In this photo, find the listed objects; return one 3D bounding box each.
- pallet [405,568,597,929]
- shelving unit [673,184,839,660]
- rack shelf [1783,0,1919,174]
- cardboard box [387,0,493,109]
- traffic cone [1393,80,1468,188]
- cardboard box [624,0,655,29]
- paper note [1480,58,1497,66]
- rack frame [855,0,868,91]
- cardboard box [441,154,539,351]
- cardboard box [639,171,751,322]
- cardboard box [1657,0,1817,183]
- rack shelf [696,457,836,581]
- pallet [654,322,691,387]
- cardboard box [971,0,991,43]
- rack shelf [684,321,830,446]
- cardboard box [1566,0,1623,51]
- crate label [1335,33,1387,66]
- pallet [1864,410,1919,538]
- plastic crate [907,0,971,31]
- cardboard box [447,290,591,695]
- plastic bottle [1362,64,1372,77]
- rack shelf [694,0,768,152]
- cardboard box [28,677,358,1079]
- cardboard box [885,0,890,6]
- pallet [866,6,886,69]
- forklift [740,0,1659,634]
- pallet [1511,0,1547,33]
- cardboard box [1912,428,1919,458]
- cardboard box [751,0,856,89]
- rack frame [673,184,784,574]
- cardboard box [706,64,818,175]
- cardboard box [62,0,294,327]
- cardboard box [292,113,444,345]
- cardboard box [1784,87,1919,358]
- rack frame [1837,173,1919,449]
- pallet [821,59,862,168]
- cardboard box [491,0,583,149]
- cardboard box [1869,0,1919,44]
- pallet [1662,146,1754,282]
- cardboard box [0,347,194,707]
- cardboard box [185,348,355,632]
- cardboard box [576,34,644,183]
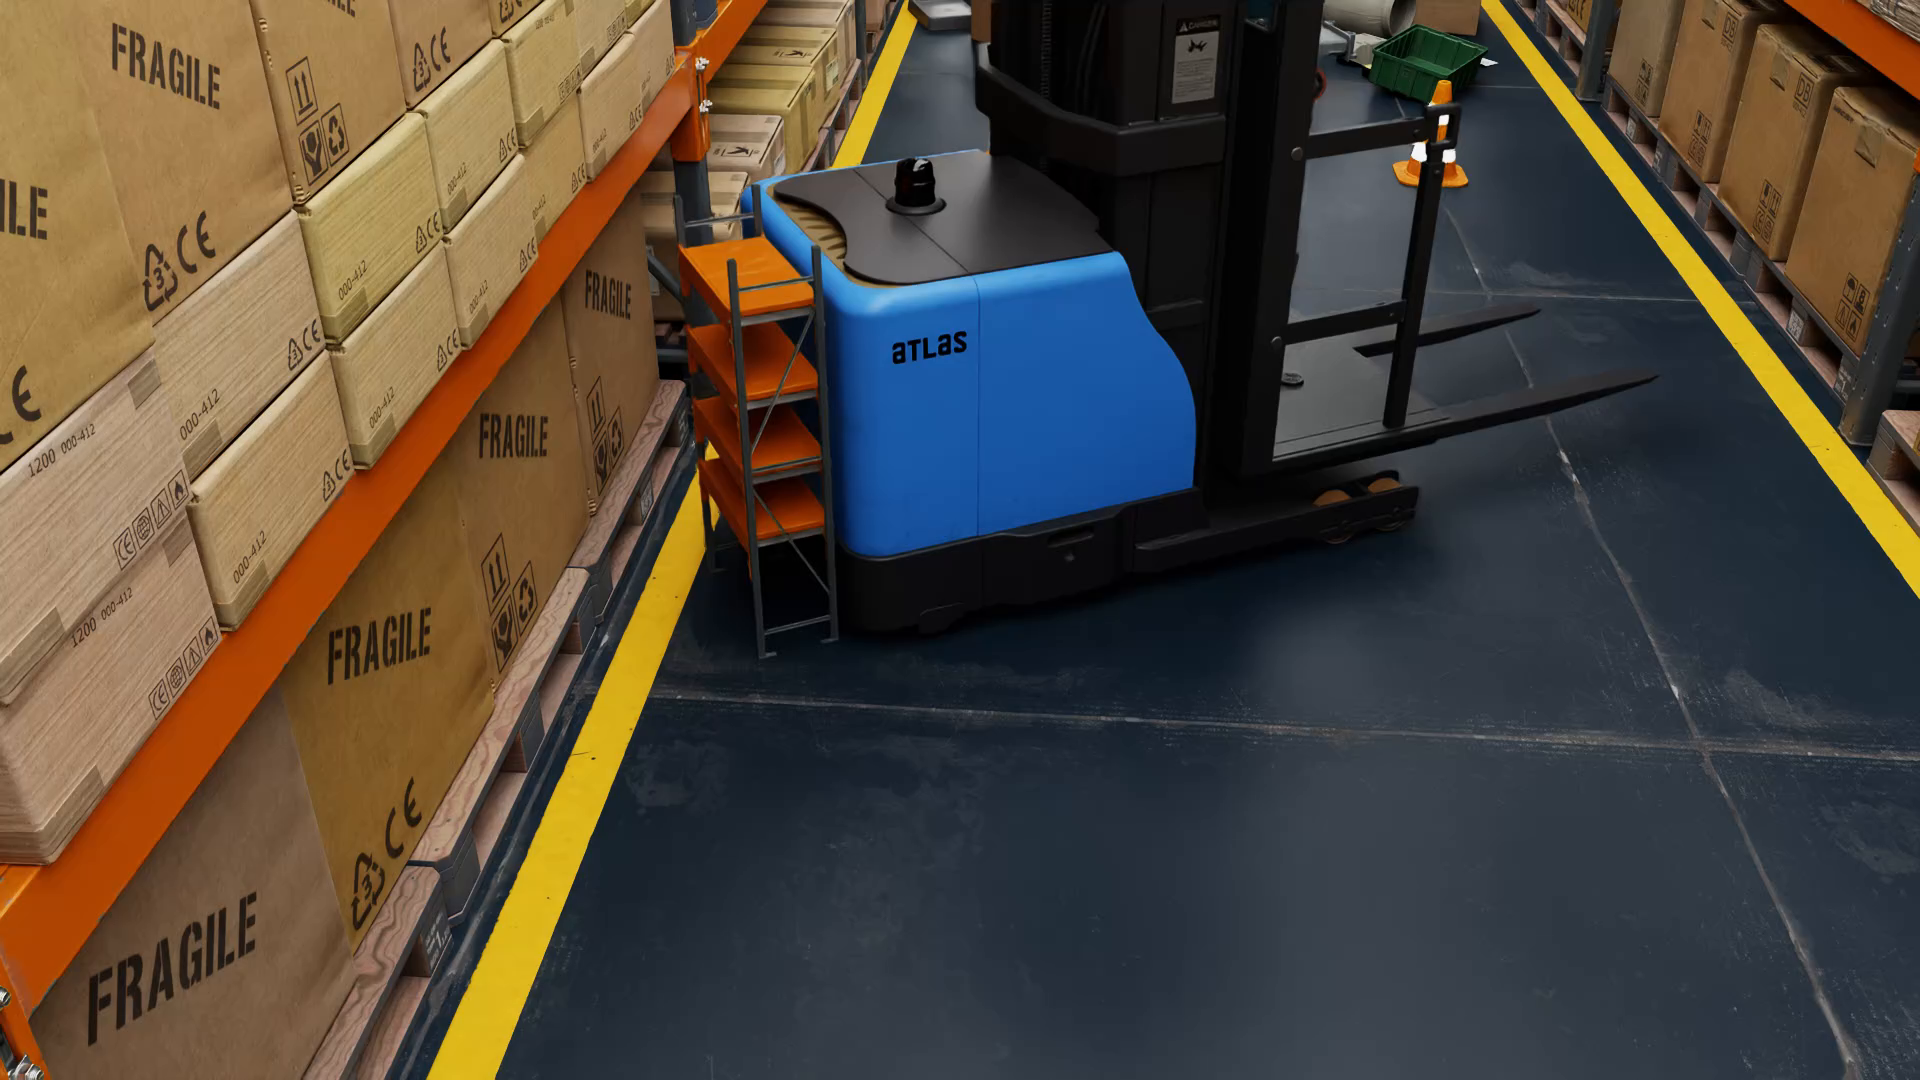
[{"bbox_3d":[-1.593,0.466,4.293,1.003,0.211,1.213,2,32,4],"label":"pallet"},{"bbox_3d":[-0.559,-0.317,4.621,0.258,1.200,0.503,-13,34,-20],"label":"shelving unit"},{"bbox_3d":[3.753,-2.347,6.886,1.077,0.370,4.000,2,32,4],"label":"rack shelf"},{"bbox_3d":[-1.262,-1.161,3.226,0.500,0.500,0.500,2,32,3],"label":"cardboard box"},{"bbox_3d":[2.302,-1.983,8.026,0.336,0.463,0.334,2,32,4],"label":"traffic cone"},{"bbox_3d":[-1.138,-1.651,4.737,0.500,0.250,0.500,2,32,4],"label":"cardboard box"},{"bbox_3d":[3.068,-2.826,9.806,0.147,0.020,0.142,-20,37,-29],"label":"paper note"},{"bbox_3d":[-1.026,-3.858,8.651,1.000,3.000,0.127,2,32,4],"label":"rack frame"},{"bbox_3d":[-1.230,-0.629,3.554,0.500,0.250,0.500,2,32,3],"label":"cardboard box"},{"bbox_3d":[-1.296,-1.122,6.315,0.950,0.372,0.625,0,32,1],"label":"cardboard box"},{"bbox_3d":[3.873,-2.088,7.523,1.050,0.750,0.750,2,32,4],"label":"cardboard box"},{"bbox_3d":[-0.559,-0.091,4.760,0.258,0.148,0.480,-13,34,-20],"label":"rack shelf"},{"bbox_3d":[-1.287,-0.988,6.652,1.003,0.211,1.213,2,32,4],"label":"pallet"},{"bbox_3d":[0.417,-3.297,10.121,0.500,0.500,0.500,27,41,37],"label":"cardboard box"},{"bbox_3d":[-0.559,-0.450,4.539,0.258,0.148,0.480,-13,34,-20],"label":"rack shelf"},{"bbox_3d":[4.037,-3.300,9.370,0.875,0.875,0.875,3,32,5],"label":"cardboard box"},{"bbox_3d":[2.373,-2.899,9.823,0.298,0.136,0.250,-20,37,-29],"label":"crate label"},{"bbox_3d":[3.525,-0.012,5.068,1.003,0.211,1.213,2,32,4],"label":"pallet"},{"bbox_3d":[-0.081,-3.401,10.692,0.402,0.080,0.583,-8,33,-13],"label":"plastic crate"},{"bbox_3d":[-1.568,-0.217,4.368,0.875,0.875,0.875,3,32,5],"label":"cardboard box"},{"bbox_3d":[2.434,-2.657,9.504,0.133,0.061,0.283,-14,34,-21],"label":"plastic bottle"},{"bbox_3d":[-1.189,-2.506,7.143,1.077,0.370,4.000,2,32,4],"label":"rack shelf"},{"bbox_3d":[-1.707,0.723,2.842,0.875,0.875,0.875,3,32,6],"label":"cardboard box"},{"bbox_3d":[-0.677,-3.443,10.198,0.500,0.250,0.500,4,32,7],"label":"cardboard box"},{"bbox_3d":[-1.007,-3.024,9.955,1.003,0.211,1.213,2,32,4],"label":"pallet"},{"bbox_3d":[0.900,-1.477,4.853,3.031,2.935,1.130,-13,34,-20],"label":"forklift"},{"bbox_3d":[4.152,-3.546,10.803,1.003,0.211,1.213,2,32,4],"label":"pallet"},{"bbox_3d":[3.278,-0.363,4.963,0.500,0.500,0.500,1,32,2],"label":"cardboard box"},{"bbox_3d":[-1.066,-2.644,8.785,0.950,0.372,0.625,3,32,5],"label":"cardboard box"},{"bbox_3d":[-0.658,-0.434,4.811,0.240,1.200,0.015,-13,34,-20],"label":"rack frame"},{"bbox_3d":[-1.176,-1.904,7.585,0.950,0.372,0.625,3,32,6],"label":"cardboard box"},{"bbox_3d":[-1.341,-0.628,2.362,0.500,0.500,0.500,2,32,4],"label":"cardboard box"},{"bbox_3d":[-1.278,-0.578,2.996,0.500,0.250,0.500,3,32,5],"label":"cardboard box"},{"bbox_3d":[3.729,-1.143,5.990,1.050,0.750,0.750,2,32,3],"label":"cardboard box"},{"bbox_3d":[3.590,-1.608,5.000,1.000,3.000,0.127,2,32,4],"label":"rack frame"},{"bbox_3d":[-1.088,-2.264,8.722,1.003,0.211,1.213,2,32,4],"label":"pallet"},{"bbox_3d":[-1.197,-1.114,3.866,0.500,0.250,0.500,2,32,3],"label":"cardboard box"},{"bbox_3d":[3.359,-1.897,5.374,0.500,0.500,0.500,2,32,4],"label":"cardboard box"},{"bbox_3d":[3.831,-1.466,7.428,1.003,0.211,1.213,2,32,4],"label":"pallet"},{"bbox_3d":[-1.361,-0.042,2.125,0.500,0.250,0.500,2,32,3],"label":"cardboard box"},{"bbox_3d":[-1.338,-0.100,2.697,0.500,0.250,0.500,2,32,3],"label":"cardboard box"},{"bbox_3d":[-1.160,-1.159,4.415,0.500,0.250,0.500,3,32,5],"label":"cardboard box"}]
